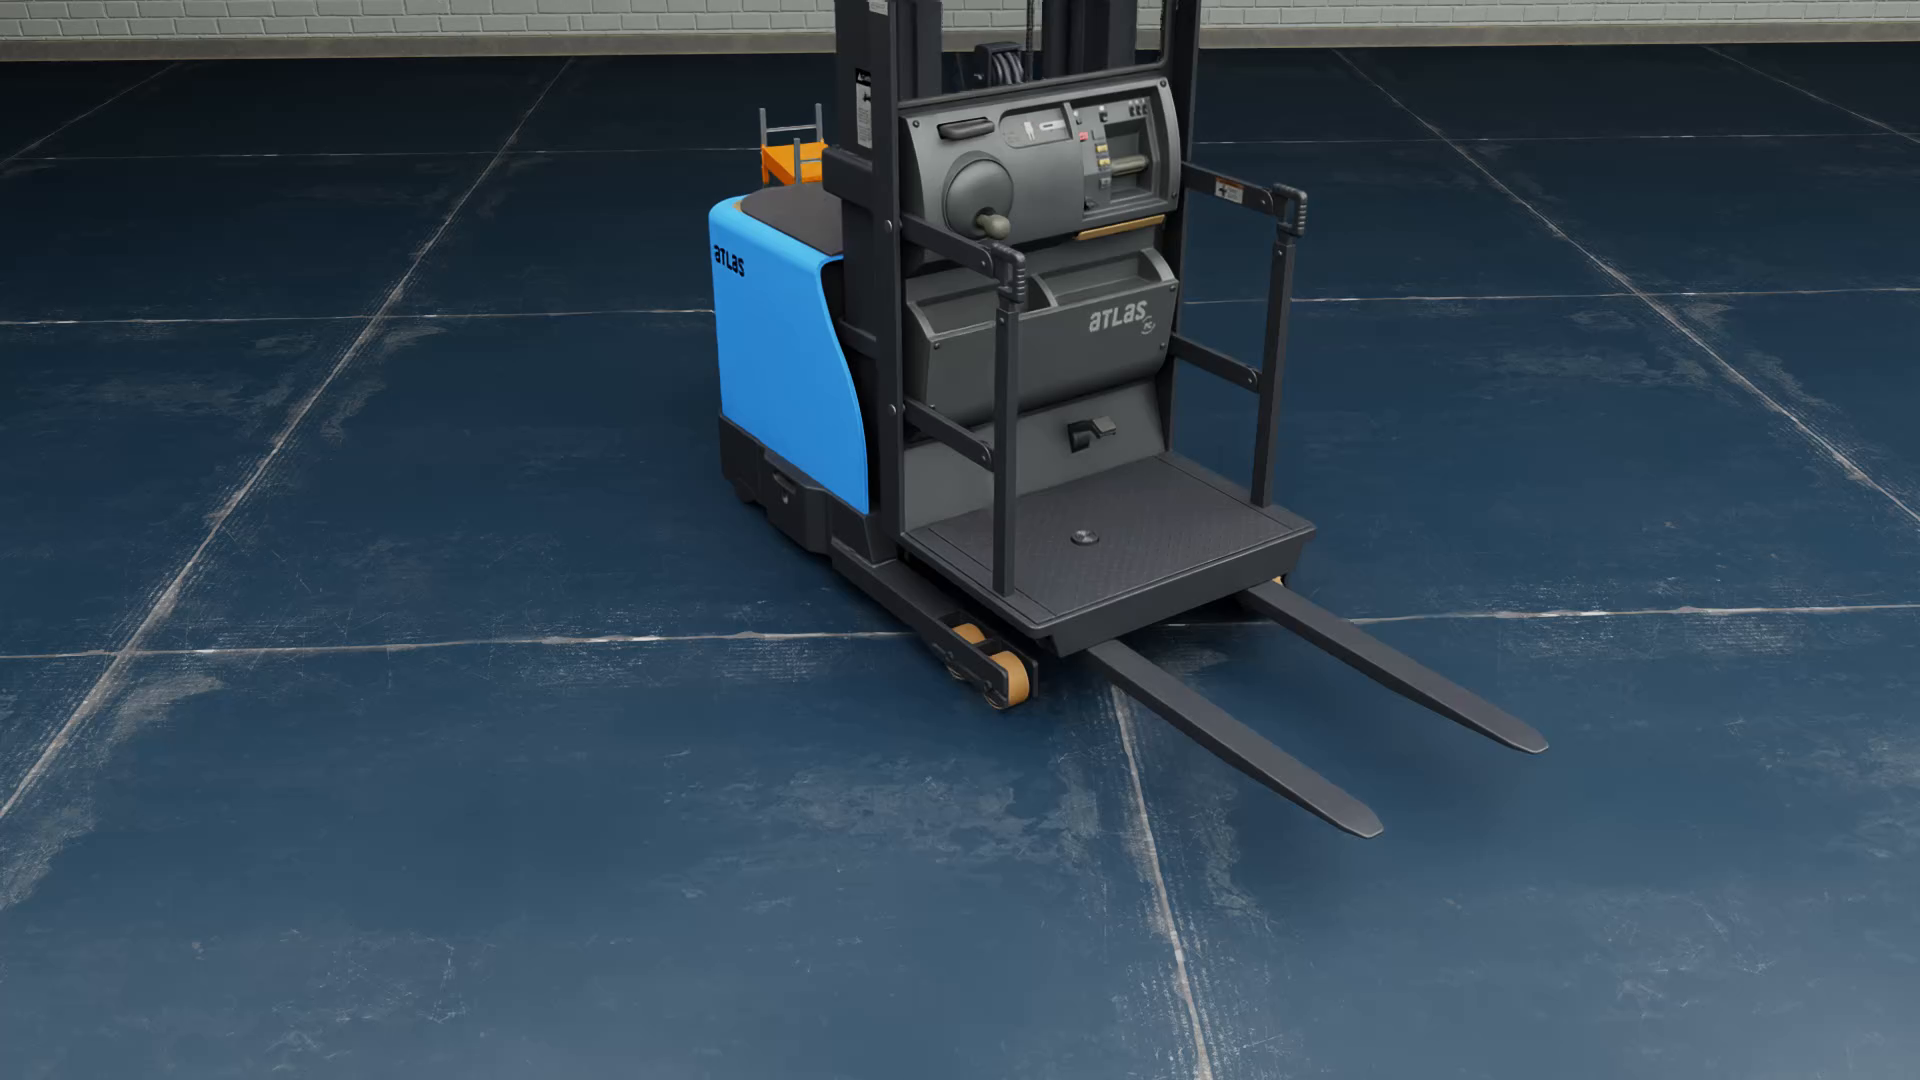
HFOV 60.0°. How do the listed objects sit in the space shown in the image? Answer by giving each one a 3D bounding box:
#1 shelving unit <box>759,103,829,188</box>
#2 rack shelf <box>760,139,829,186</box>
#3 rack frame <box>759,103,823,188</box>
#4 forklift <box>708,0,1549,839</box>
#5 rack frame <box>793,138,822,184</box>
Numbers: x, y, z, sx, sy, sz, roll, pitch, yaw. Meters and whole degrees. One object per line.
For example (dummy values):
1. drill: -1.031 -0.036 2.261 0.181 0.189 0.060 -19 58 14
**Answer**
1. shelving unit: -0.560 -1.010 6.388 0.258 1.200 0.503 -10 29 -18
2. rack shelf: -0.560 -1.358 6.207 0.258 0.148 0.480 -10 29 -18
3. rack frame: -0.644 -1.115 6.591 0.240 1.200 0.015 -10 29 -18
4. forklift: 0.379 -1.063 4.618 1.130 2.935 3.031 -18 32 -30
5. rack frame: -0.475 -0.904 6.185 0.240 1.200 0.015 -10 29 -18
